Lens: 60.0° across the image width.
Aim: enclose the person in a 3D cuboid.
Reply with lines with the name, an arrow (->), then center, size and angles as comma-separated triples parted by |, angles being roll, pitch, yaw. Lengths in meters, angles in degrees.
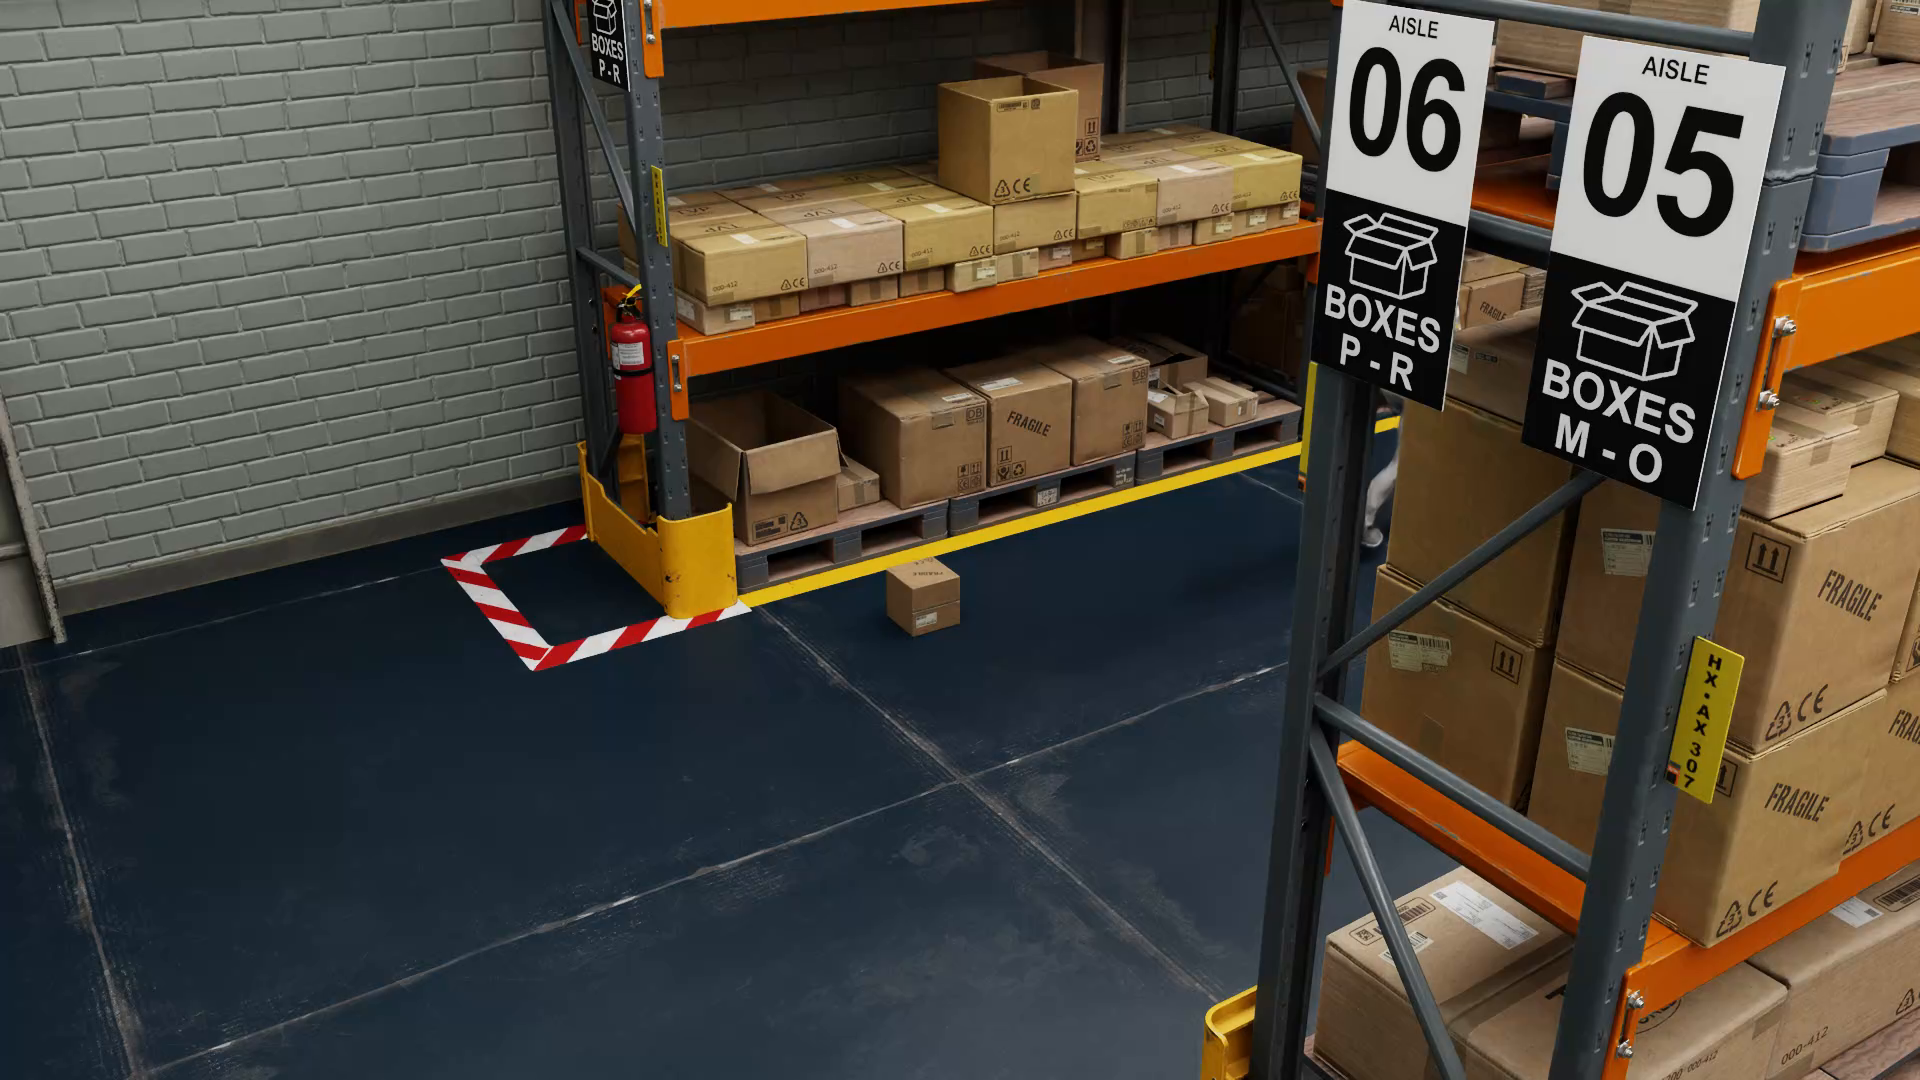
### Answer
person -> 2.267, -0.781, 8.228 | 1.008, 1.637, 0.515 | -15, 29, -28
